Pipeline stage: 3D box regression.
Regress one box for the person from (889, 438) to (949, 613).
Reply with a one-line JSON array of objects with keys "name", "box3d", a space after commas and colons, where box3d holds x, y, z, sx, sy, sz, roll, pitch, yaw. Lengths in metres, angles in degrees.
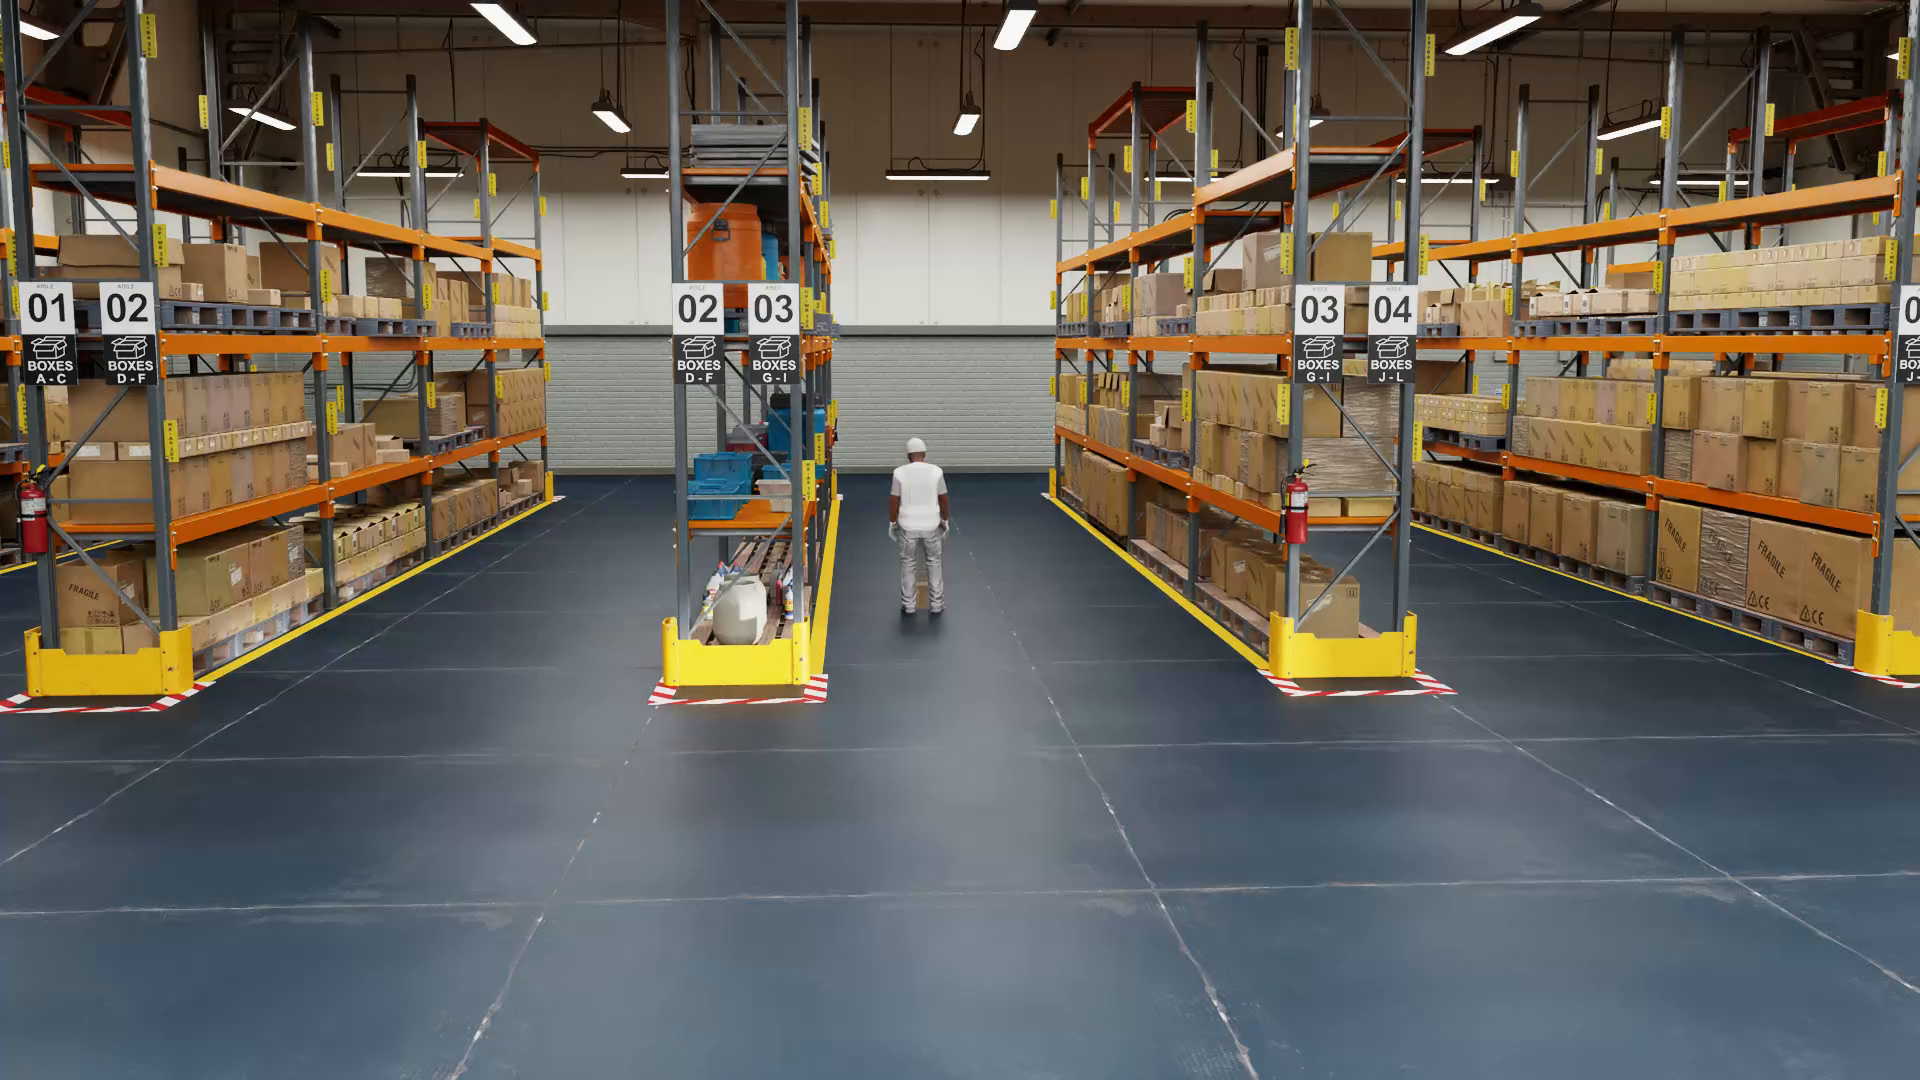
[{"name": "person", "box3d": [-0.418, -0.150, 16.962, 0.618, 1.772, 0.451, -1, 7, -7]}]
